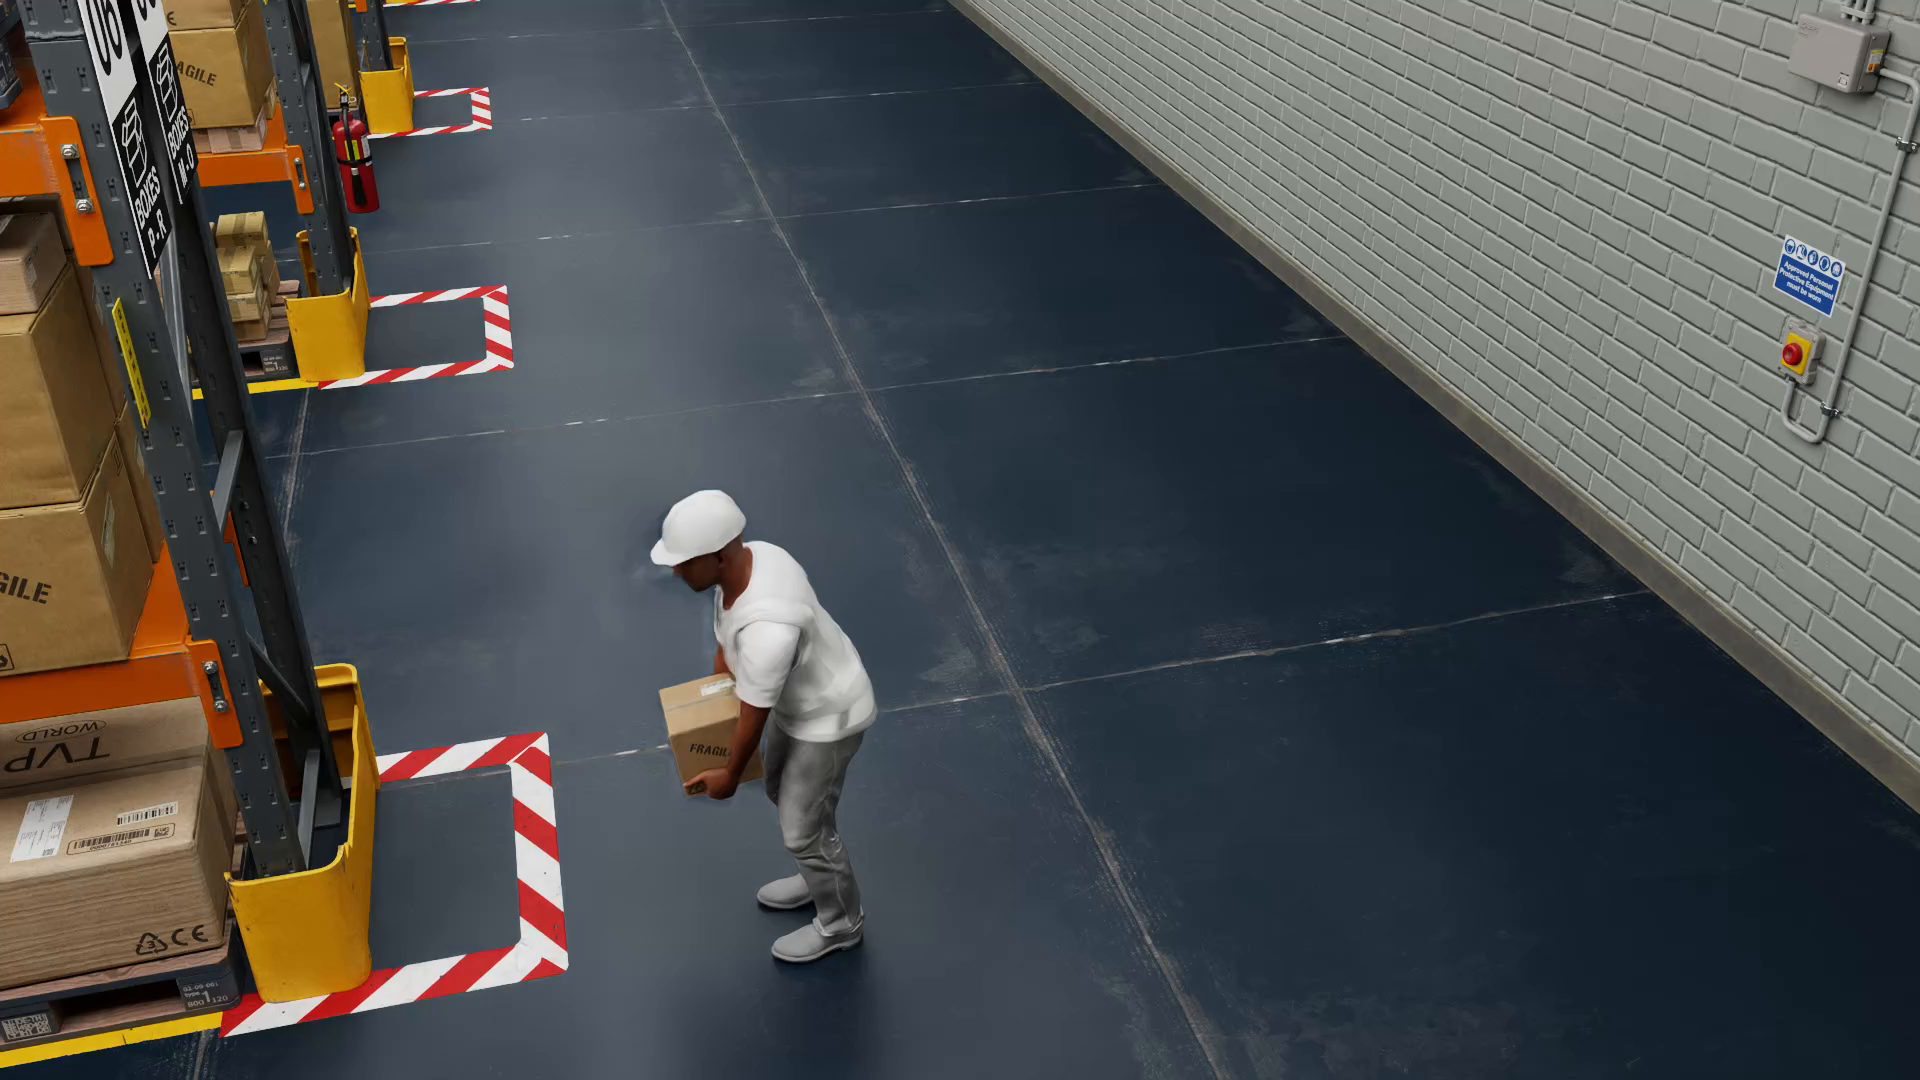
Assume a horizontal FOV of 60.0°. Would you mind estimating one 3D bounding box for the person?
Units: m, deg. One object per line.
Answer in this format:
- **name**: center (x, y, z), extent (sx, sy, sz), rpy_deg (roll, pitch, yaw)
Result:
- **person**: center (-0.582, 0.578, 5.179), extent (0.636, 1.693, 0.488), rpy_deg (-8, 31, -14)
